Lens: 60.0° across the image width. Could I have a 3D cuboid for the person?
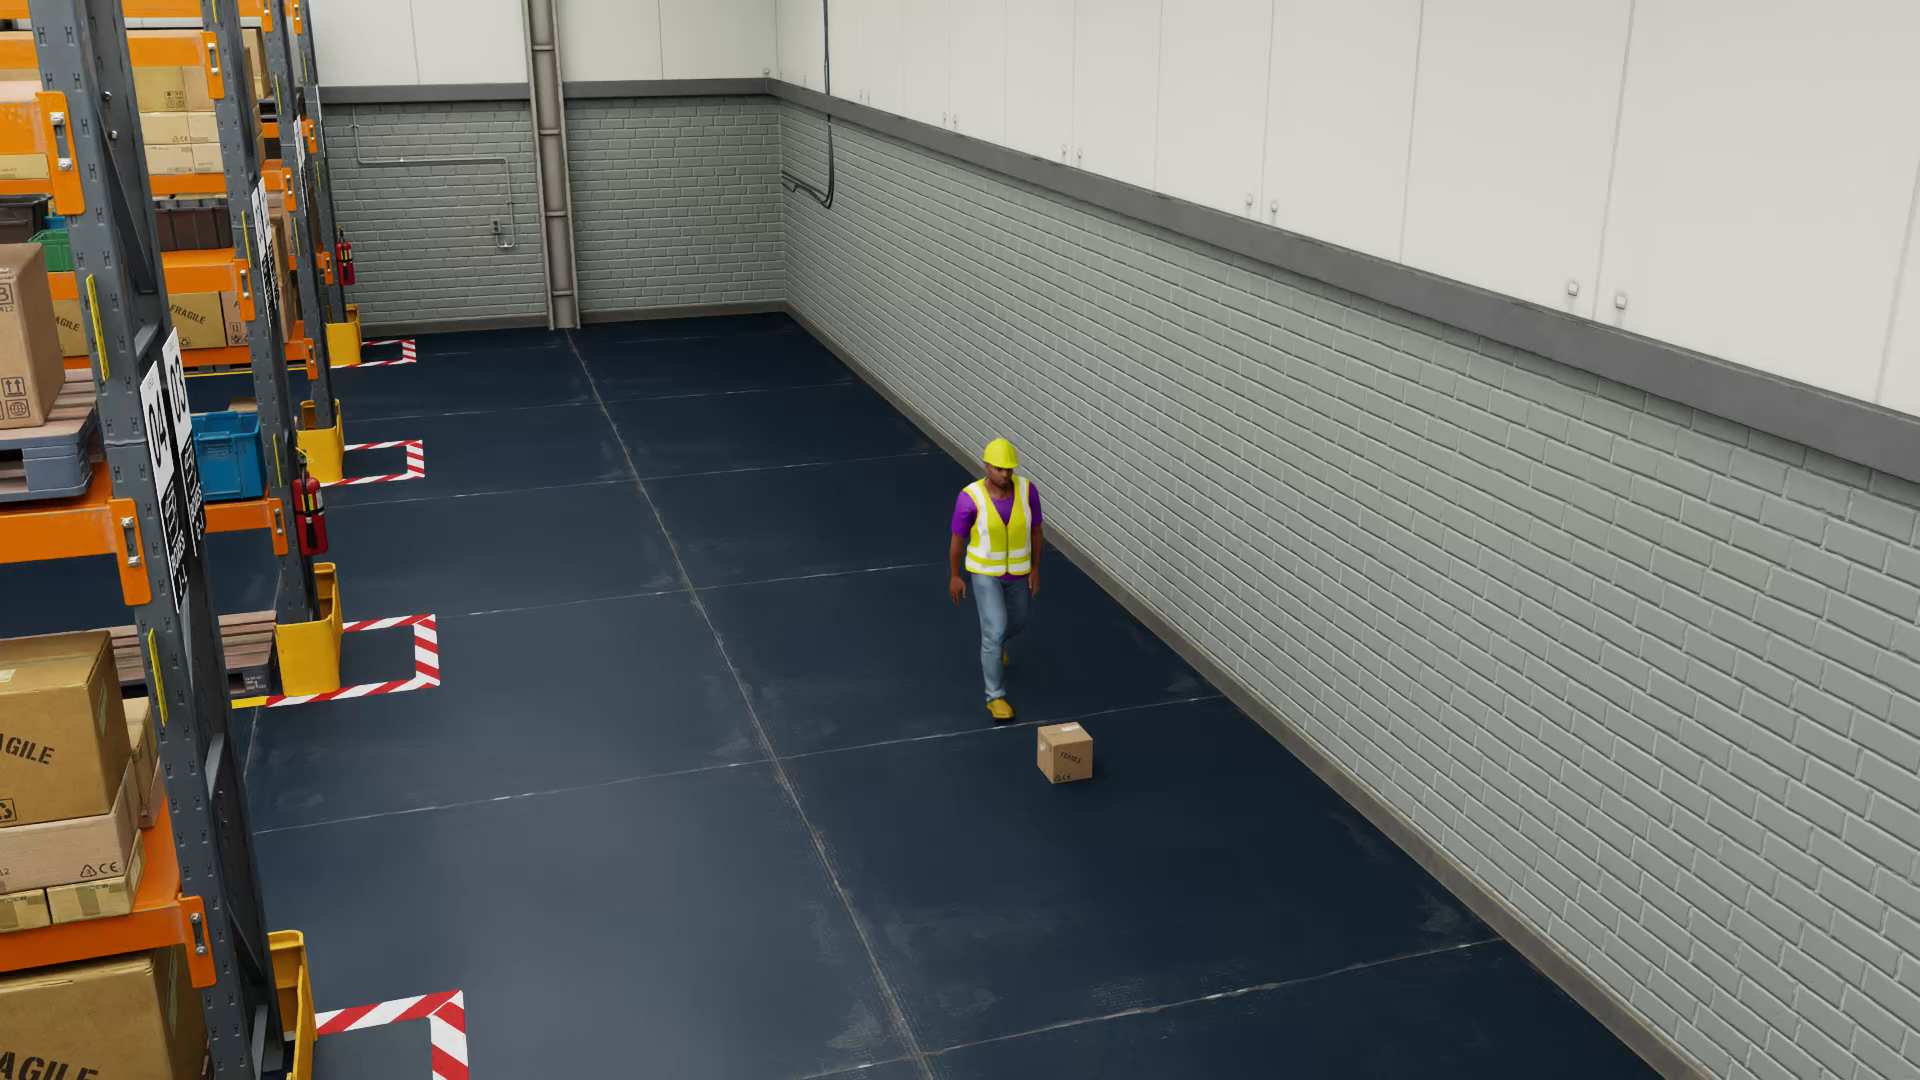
[{"bbox_3d":[0.222,0.177,10.534,0.589,1.737,0.963,-7,20,-20],"label":"person"}]
